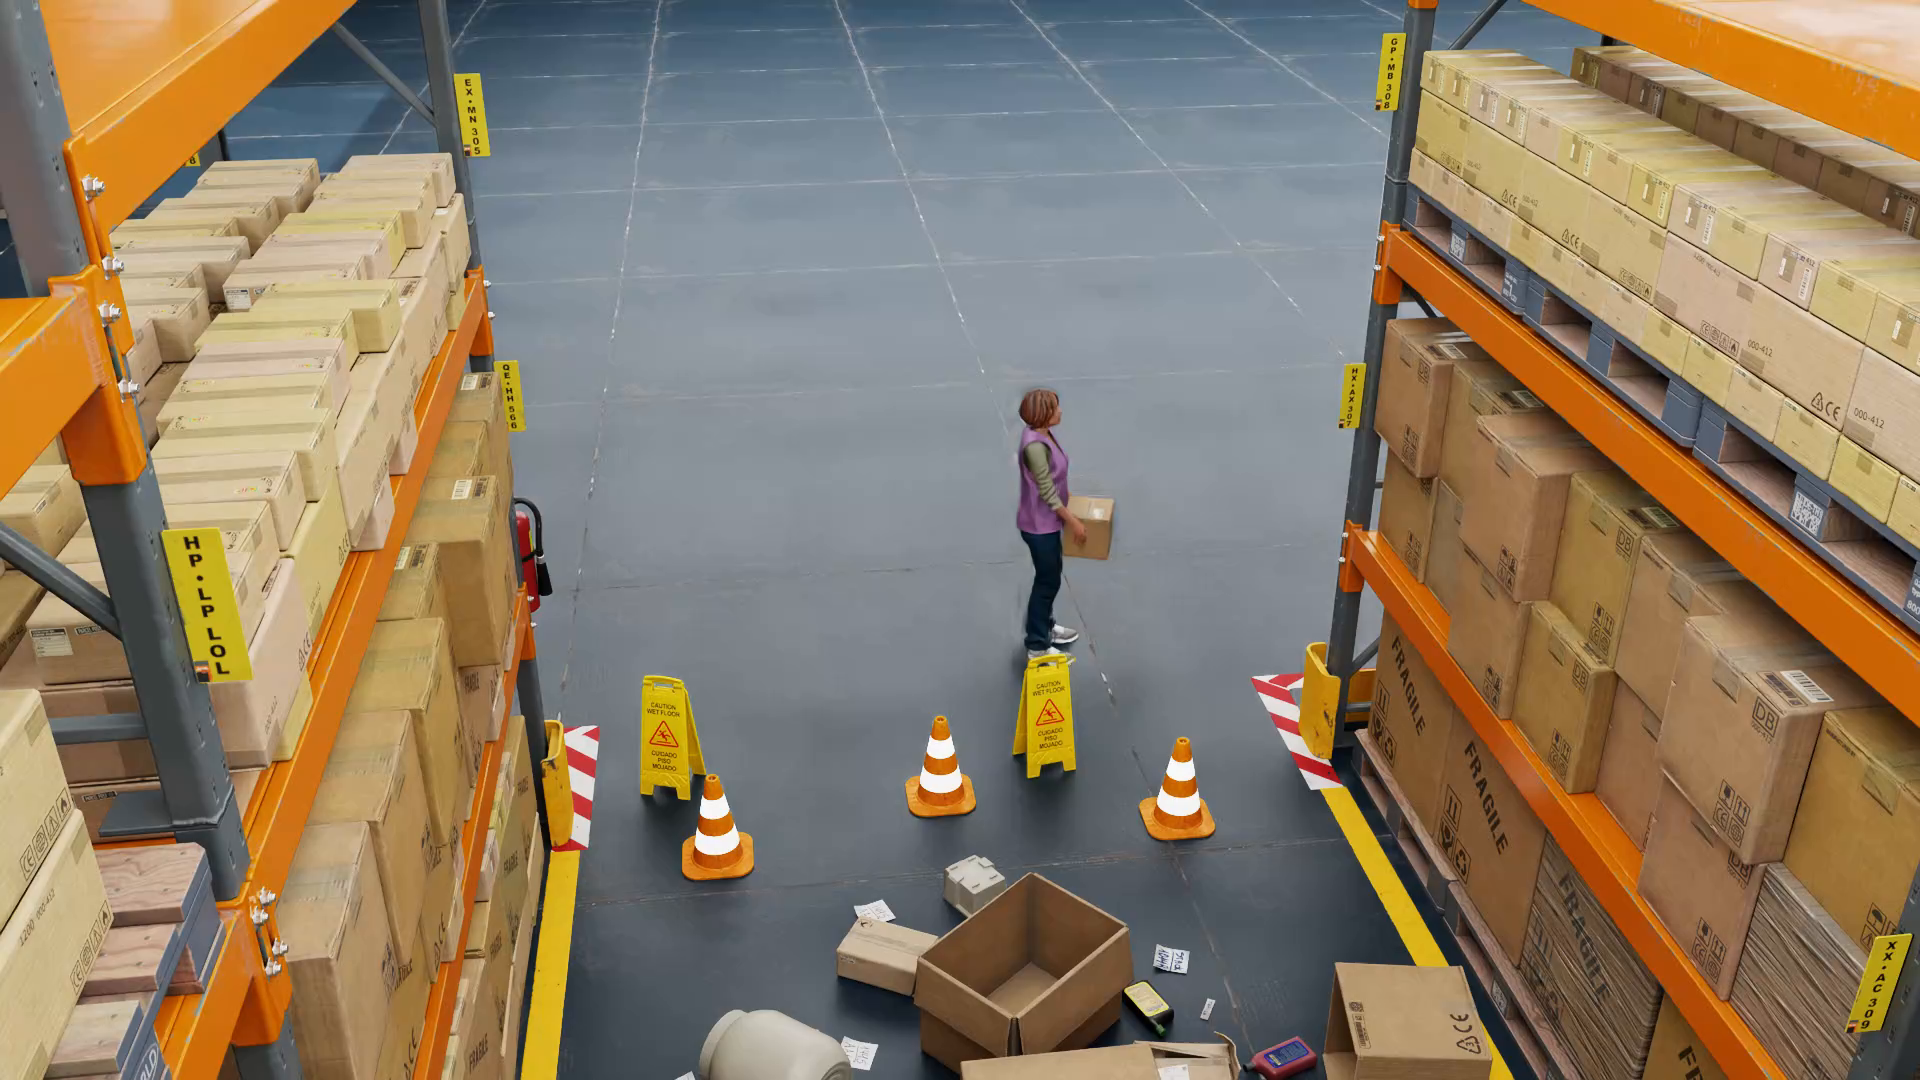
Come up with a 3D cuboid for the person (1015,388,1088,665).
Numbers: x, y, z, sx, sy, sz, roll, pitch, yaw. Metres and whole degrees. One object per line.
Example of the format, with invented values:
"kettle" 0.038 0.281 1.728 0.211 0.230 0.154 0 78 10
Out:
"person" 0.517 -0.094 9.268 0.417 1.601 0.455 2 28 5
